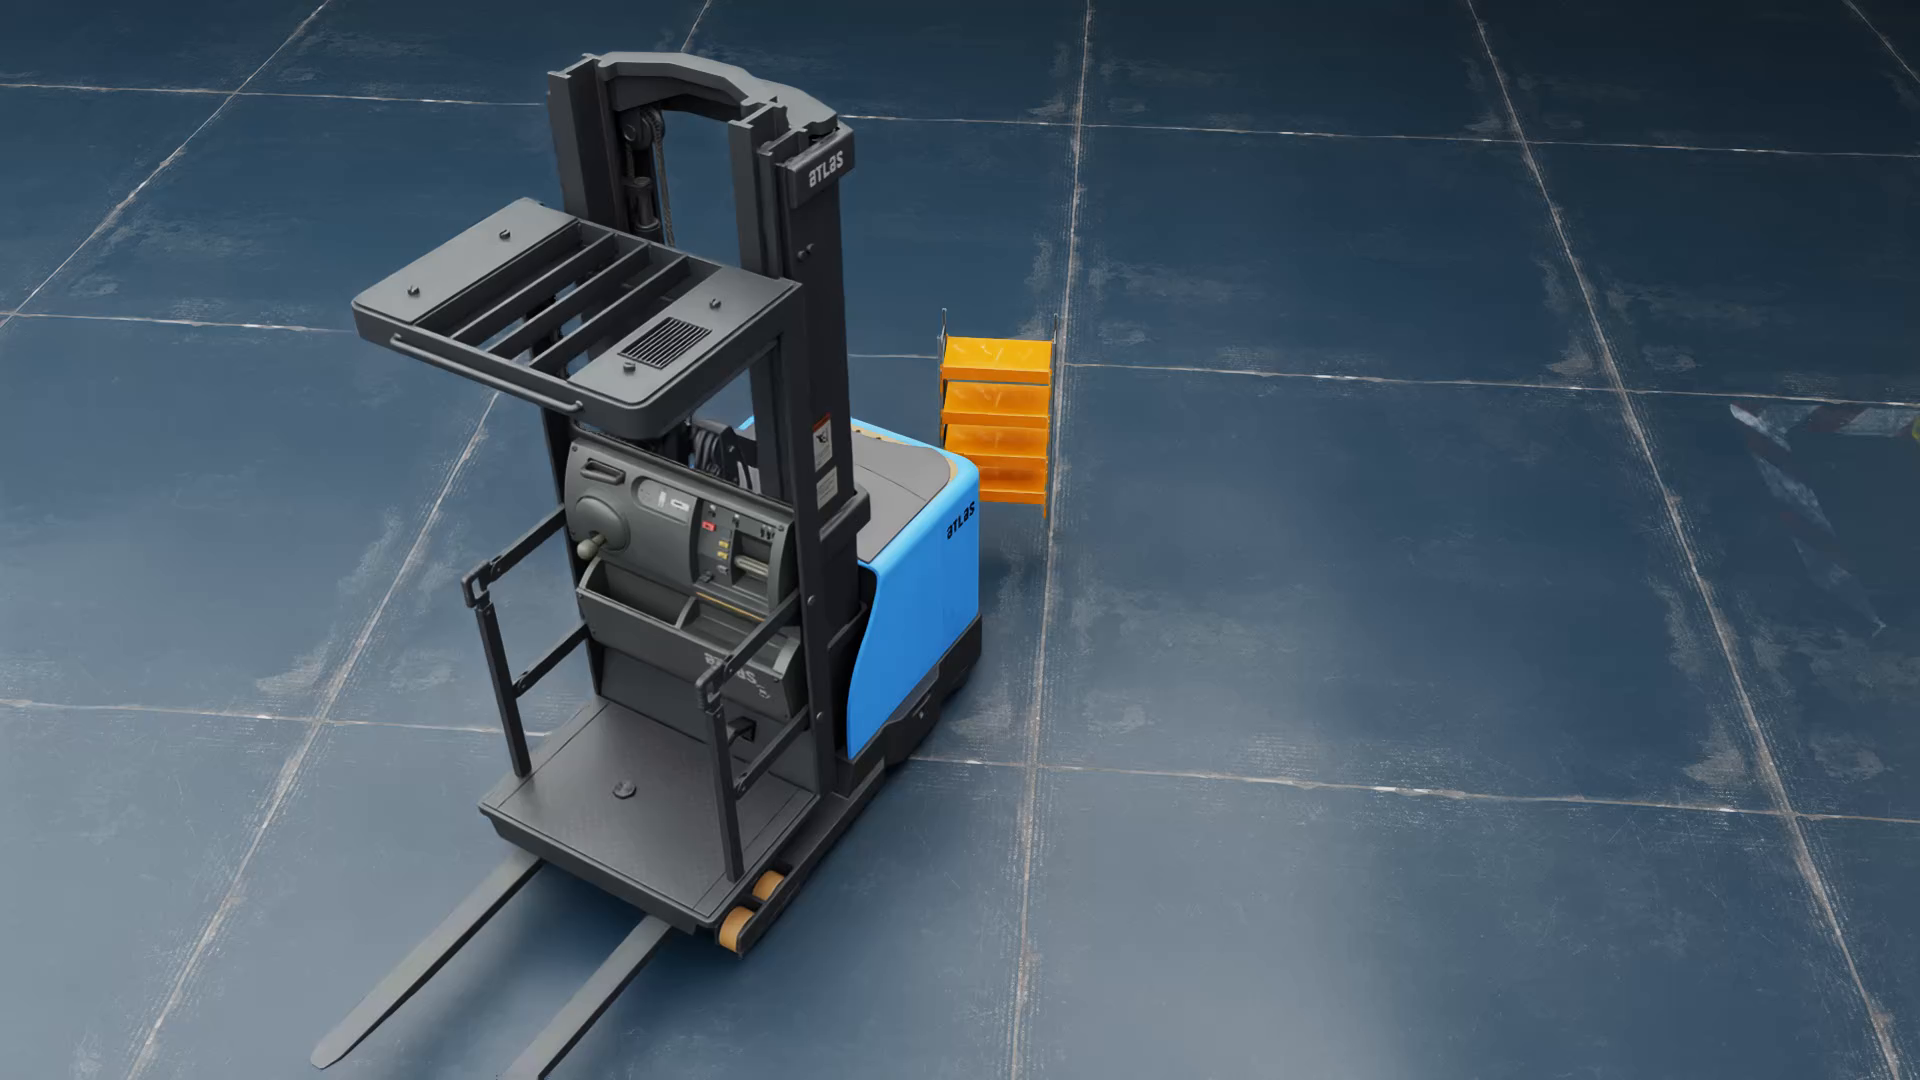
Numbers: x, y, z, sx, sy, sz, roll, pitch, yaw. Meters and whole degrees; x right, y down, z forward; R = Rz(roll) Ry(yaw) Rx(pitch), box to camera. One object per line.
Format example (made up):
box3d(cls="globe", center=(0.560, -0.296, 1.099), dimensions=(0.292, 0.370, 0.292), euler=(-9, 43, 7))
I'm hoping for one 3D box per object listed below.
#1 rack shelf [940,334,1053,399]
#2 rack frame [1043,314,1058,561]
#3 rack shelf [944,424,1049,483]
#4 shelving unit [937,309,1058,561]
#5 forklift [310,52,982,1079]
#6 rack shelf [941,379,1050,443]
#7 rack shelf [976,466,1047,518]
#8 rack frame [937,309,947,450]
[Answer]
box3d(cls="rack shelf", center=(0.165, -0.761, 7.283), dimensions=(0.480, 0.148, 0.258), euler=(3, 39, 4))
box3d(cls="rack frame", center=(0.408, -0.443, 7.514), dimensions=(0.015, 1.200, 0.240), euler=(3, 39, 4))
box3d(cls="rack shelf", center=(0.165, -0.404, 7.573), dimensions=(0.480, 0.148, 0.258), euler=(3, 39, 4))
box3d(cls="shelving unit", center=(0.165, -0.456, 7.531), dimensions=(0.503, 1.200, 0.258), euler=(3, 39, 4))
box3d(cls="forklift", center=(-1.086, 0.032, 5.559), dimensions=(1.130, 2.935, 3.031), euler=(20, 43, 23))
box3d(cls="rack shelf", center=(0.165, -0.578, 7.432), dimensions=(0.480, 0.148, 0.258), euler=(3, 39, 4))
box3d(cls="rack shelf", center=(0.165, -0.250, 7.698), dimensions=(0.480, 0.148, 0.258), euler=(3, 39, 4))
box3d(cls="rack frame", center=(-0.078, -0.470, 7.547), dimensions=(0.015, 1.200, 0.240), euler=(3, 39, 4))
